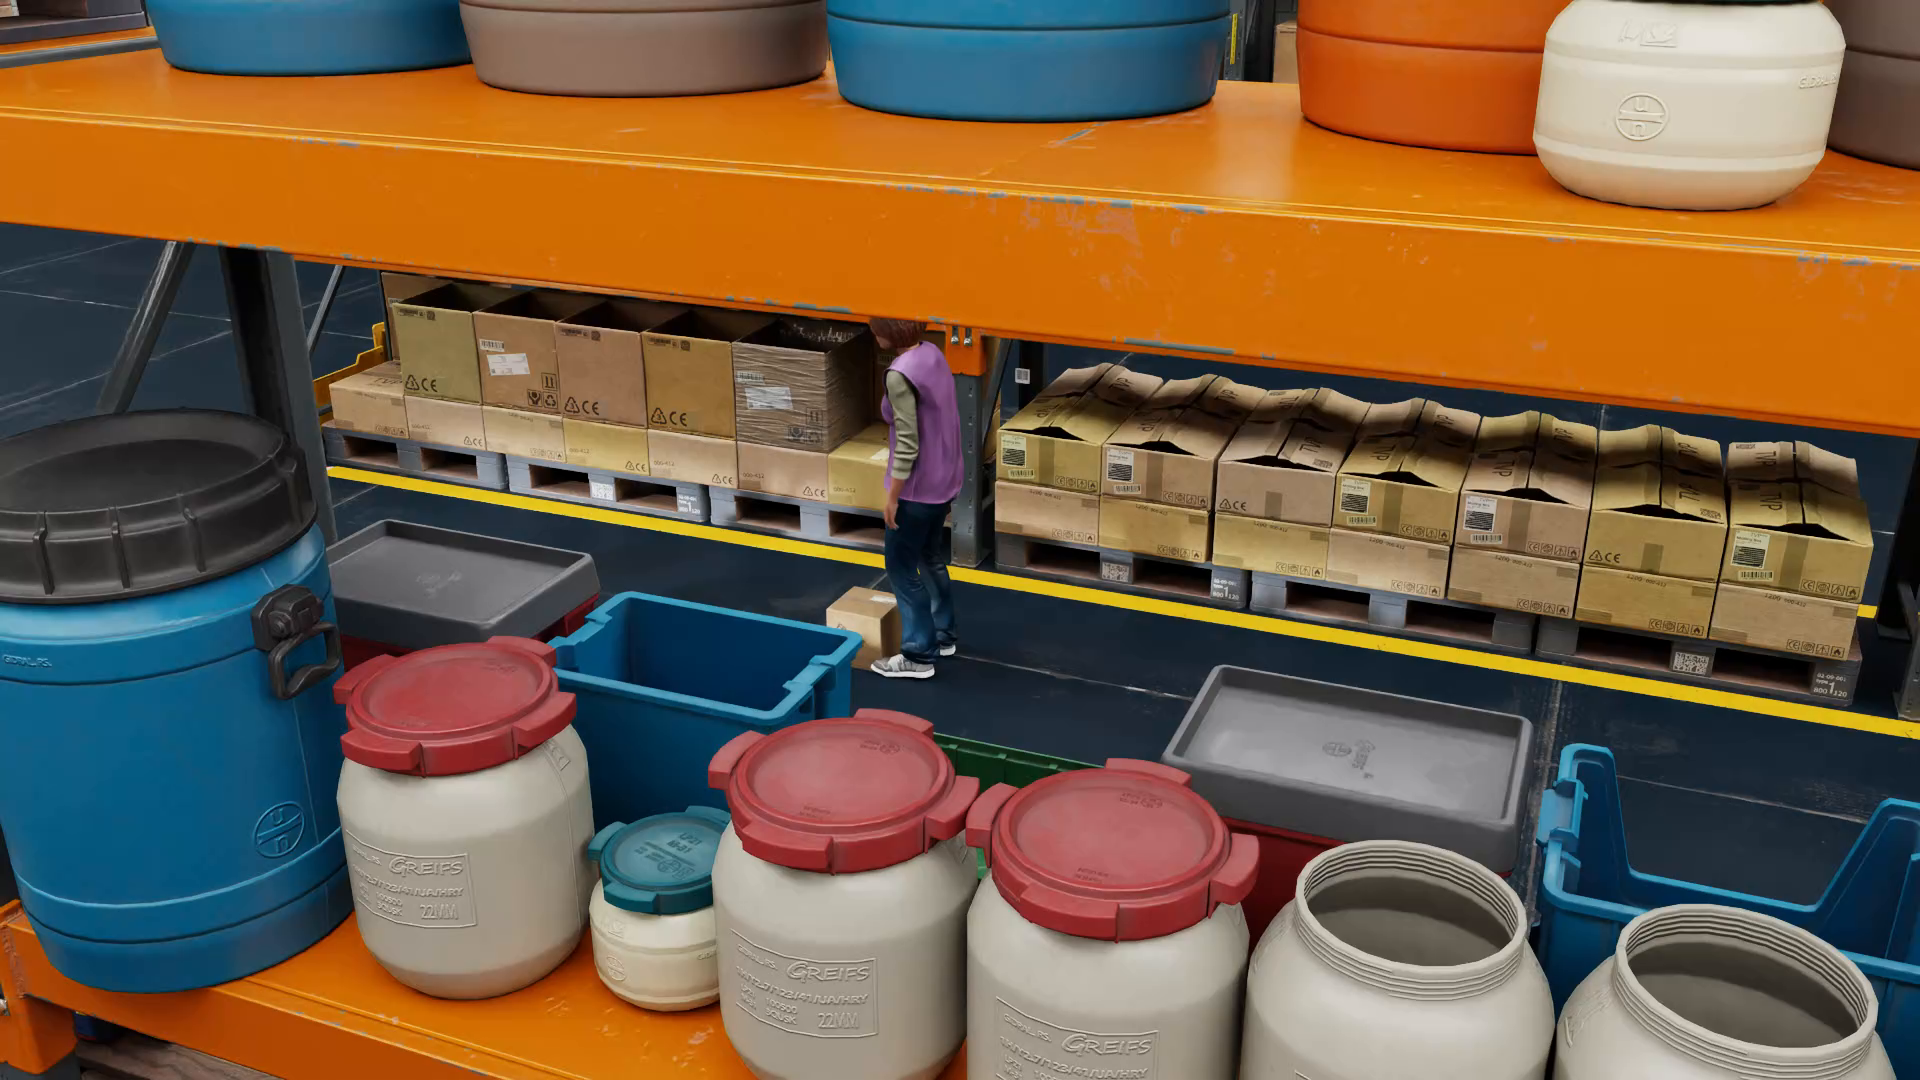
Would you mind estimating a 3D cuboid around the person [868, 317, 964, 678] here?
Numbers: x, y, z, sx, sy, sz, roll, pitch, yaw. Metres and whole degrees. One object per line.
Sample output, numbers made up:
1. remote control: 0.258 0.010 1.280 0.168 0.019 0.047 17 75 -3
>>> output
1. person: -0.169 -0.204 6.612 0.346 1.580 0.480 9 24 20
